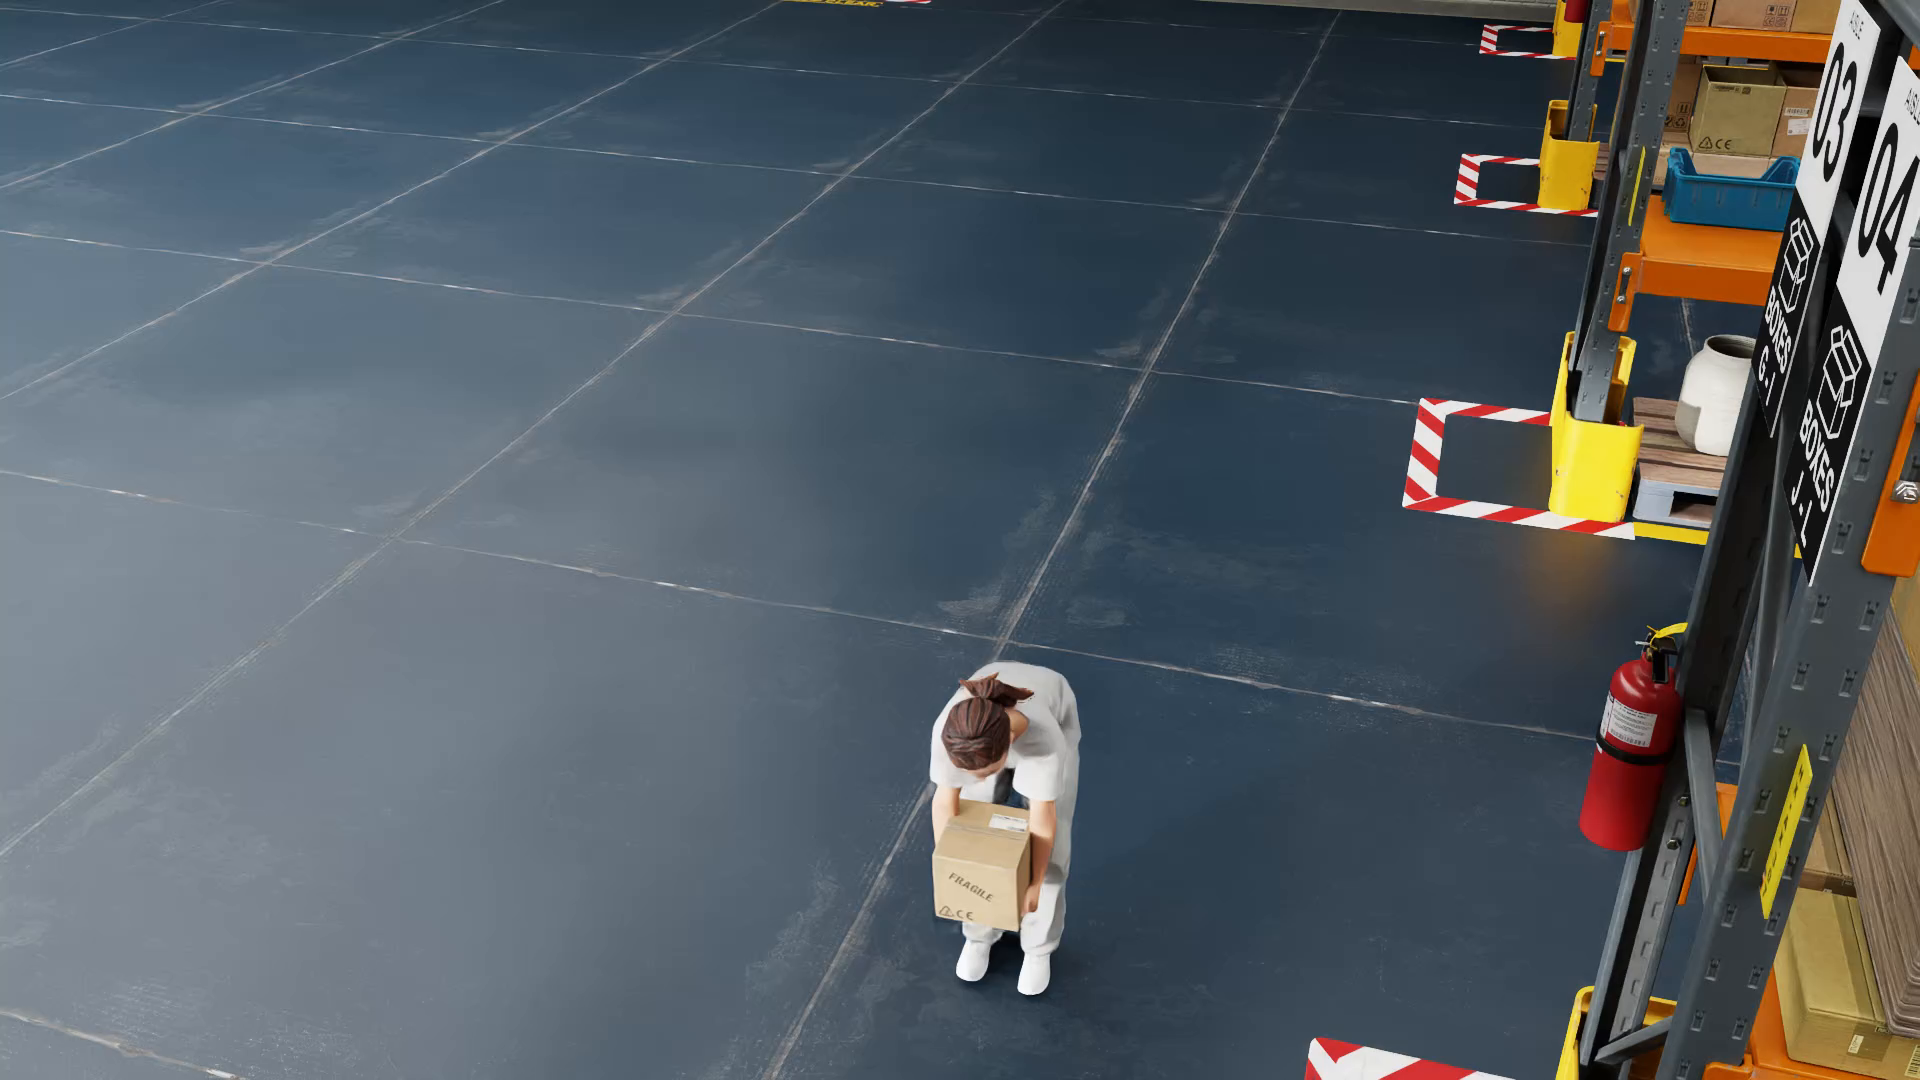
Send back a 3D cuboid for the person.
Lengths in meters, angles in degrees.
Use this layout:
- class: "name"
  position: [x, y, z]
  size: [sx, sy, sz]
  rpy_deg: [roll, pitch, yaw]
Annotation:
- class: "person"
  position: [0.190, 0.616, 5.033]
  size: [0.500, 1.671, 0.416]
  rpy_deg: [7, 30, 12]
